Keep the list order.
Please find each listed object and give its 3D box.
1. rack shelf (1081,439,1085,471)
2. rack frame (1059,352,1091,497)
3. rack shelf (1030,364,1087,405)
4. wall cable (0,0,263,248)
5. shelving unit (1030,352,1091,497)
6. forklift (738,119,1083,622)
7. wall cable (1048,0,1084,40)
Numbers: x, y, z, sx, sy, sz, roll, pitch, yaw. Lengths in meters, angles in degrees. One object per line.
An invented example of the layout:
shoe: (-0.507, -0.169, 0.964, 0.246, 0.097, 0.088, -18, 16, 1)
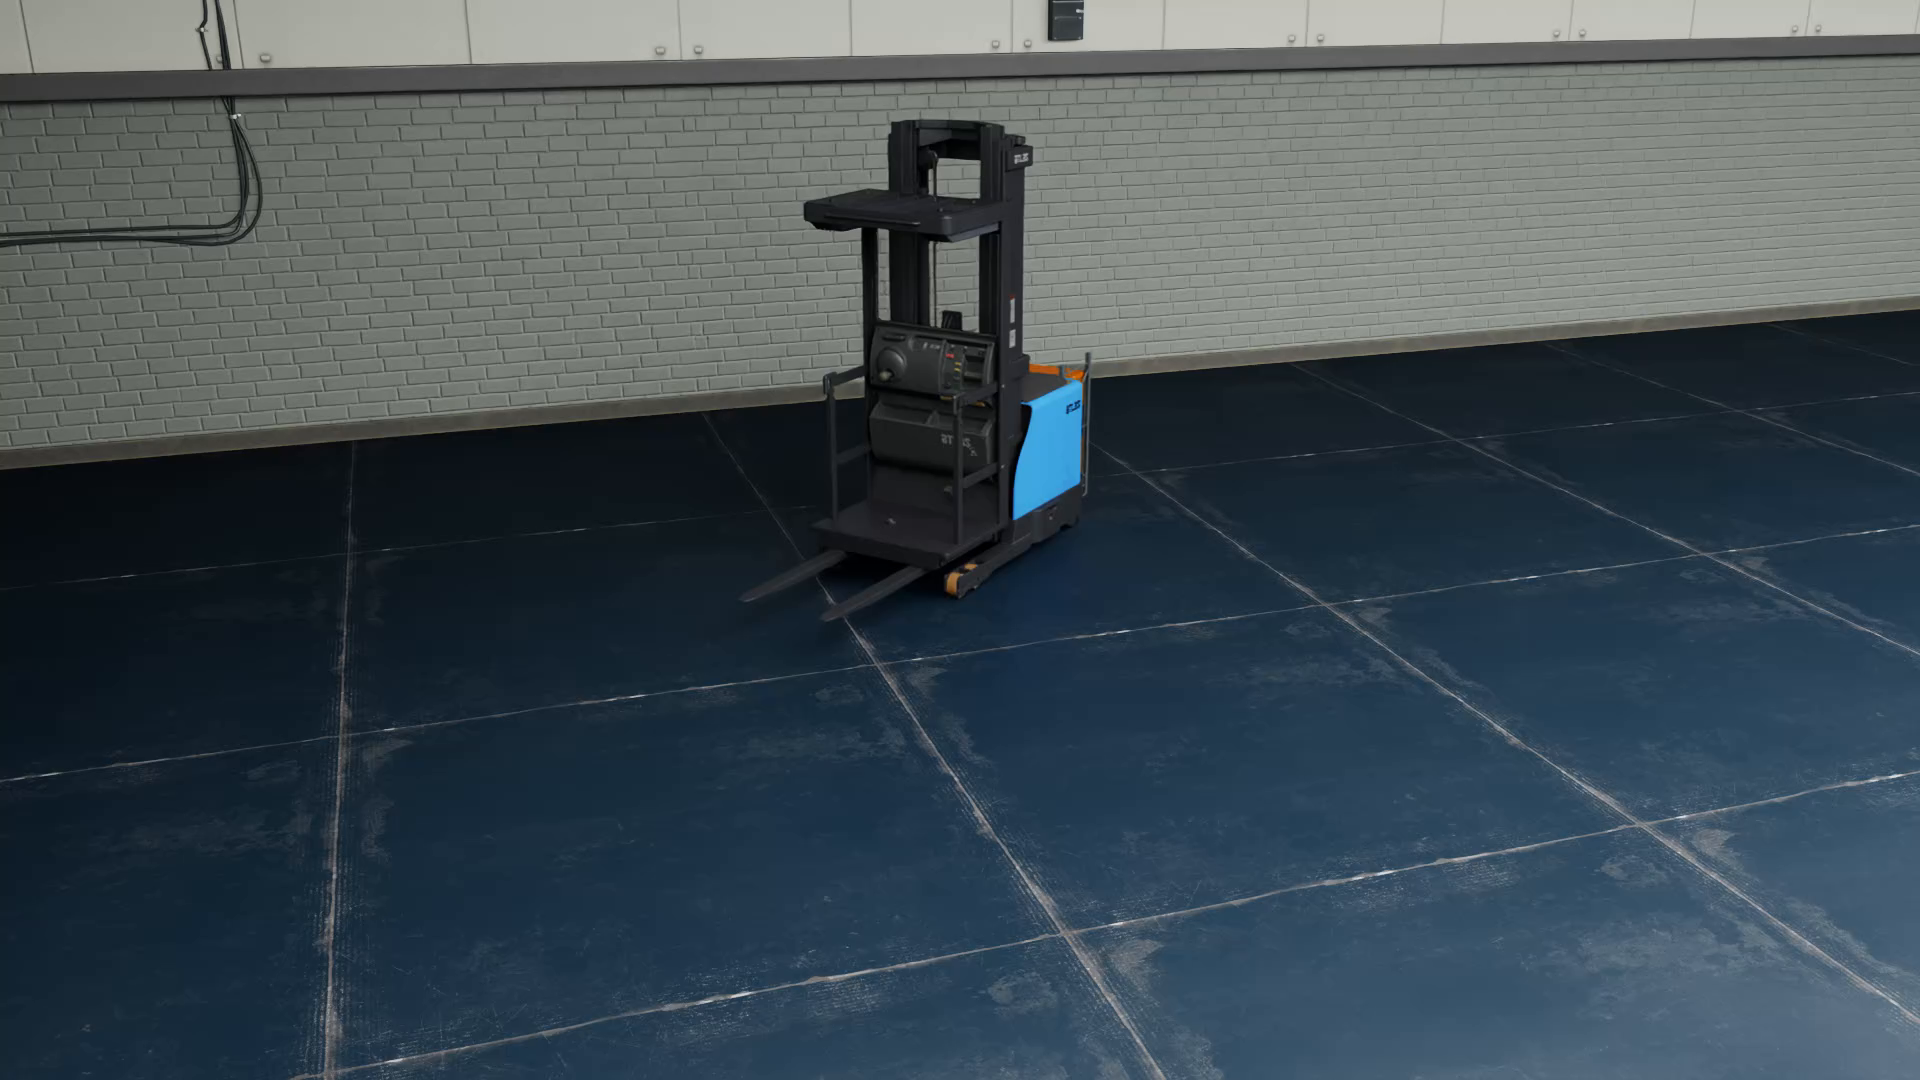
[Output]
rack shelf: (0.410, -0.668, 12.835, 1.000, 0.278, 0.538, 10, 22, 27)
rack frame: (0.857, -0.816, 12.523, 0.032, 1.125, 0.500, 10, 22, 27)
rack shelf: (0.411, -1.174, 12.654, 1.000, 0.278, 0.538, 10, 22, 27)
wall cable: (-7.103, -3.412, 12.699, 3.097, 2.526, 0.112, -6, 21, -17)
shelving unit: (0.411, -0.898, 12.752, 1.048, 1.125, 0.538, 10, 22, 27)
forklift: (-0.298, -1.181, 10.869, 1.130, 2.935, 3.031, 12, 23, 29)
wall cable: (1.914, -7.478, 14.393, 2.305, 6.003, 0.169, -6, 21, -17)
